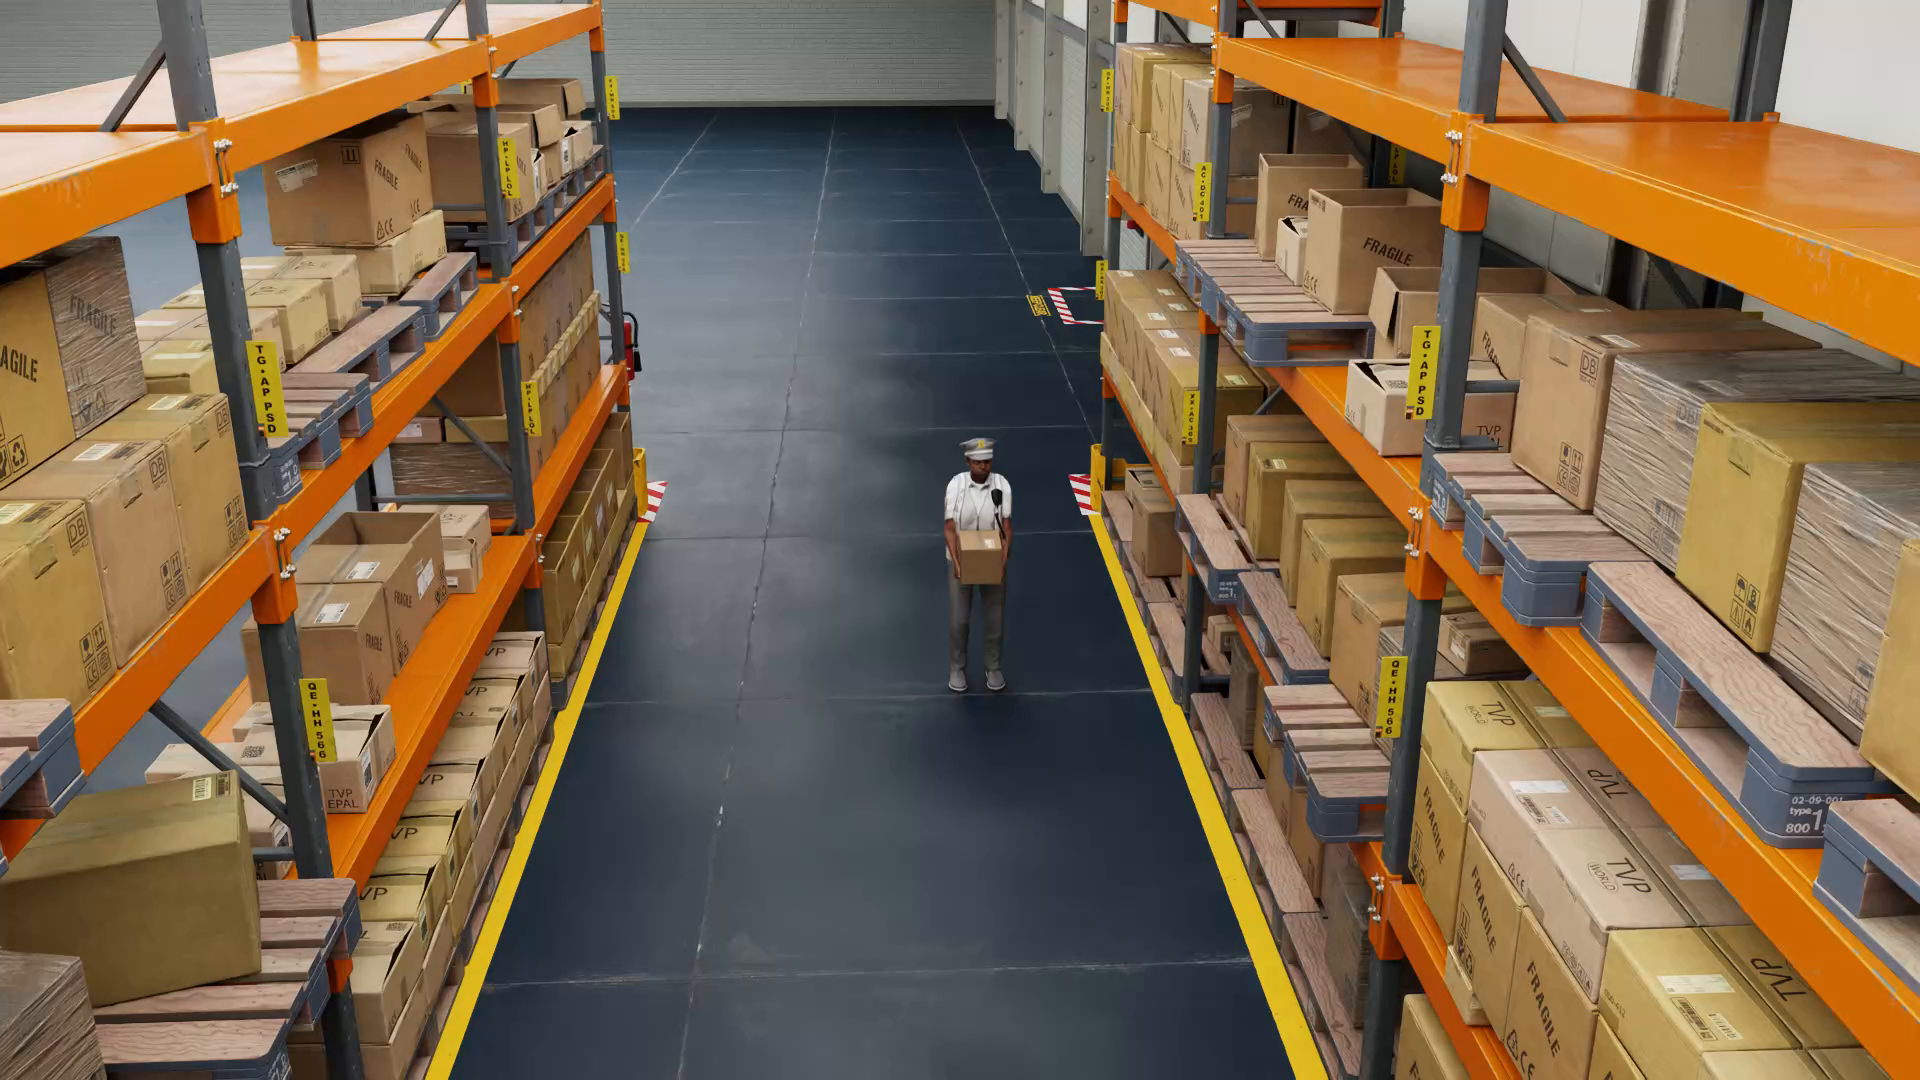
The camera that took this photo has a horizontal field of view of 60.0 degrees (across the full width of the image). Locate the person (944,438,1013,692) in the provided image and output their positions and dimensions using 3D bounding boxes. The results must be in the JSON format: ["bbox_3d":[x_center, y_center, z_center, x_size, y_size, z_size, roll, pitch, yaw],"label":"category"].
[{"bbox_3d":[0.117,0.170,10.594,0.441,1.692,0.514,-1,21,-4],"label":"person"}]
